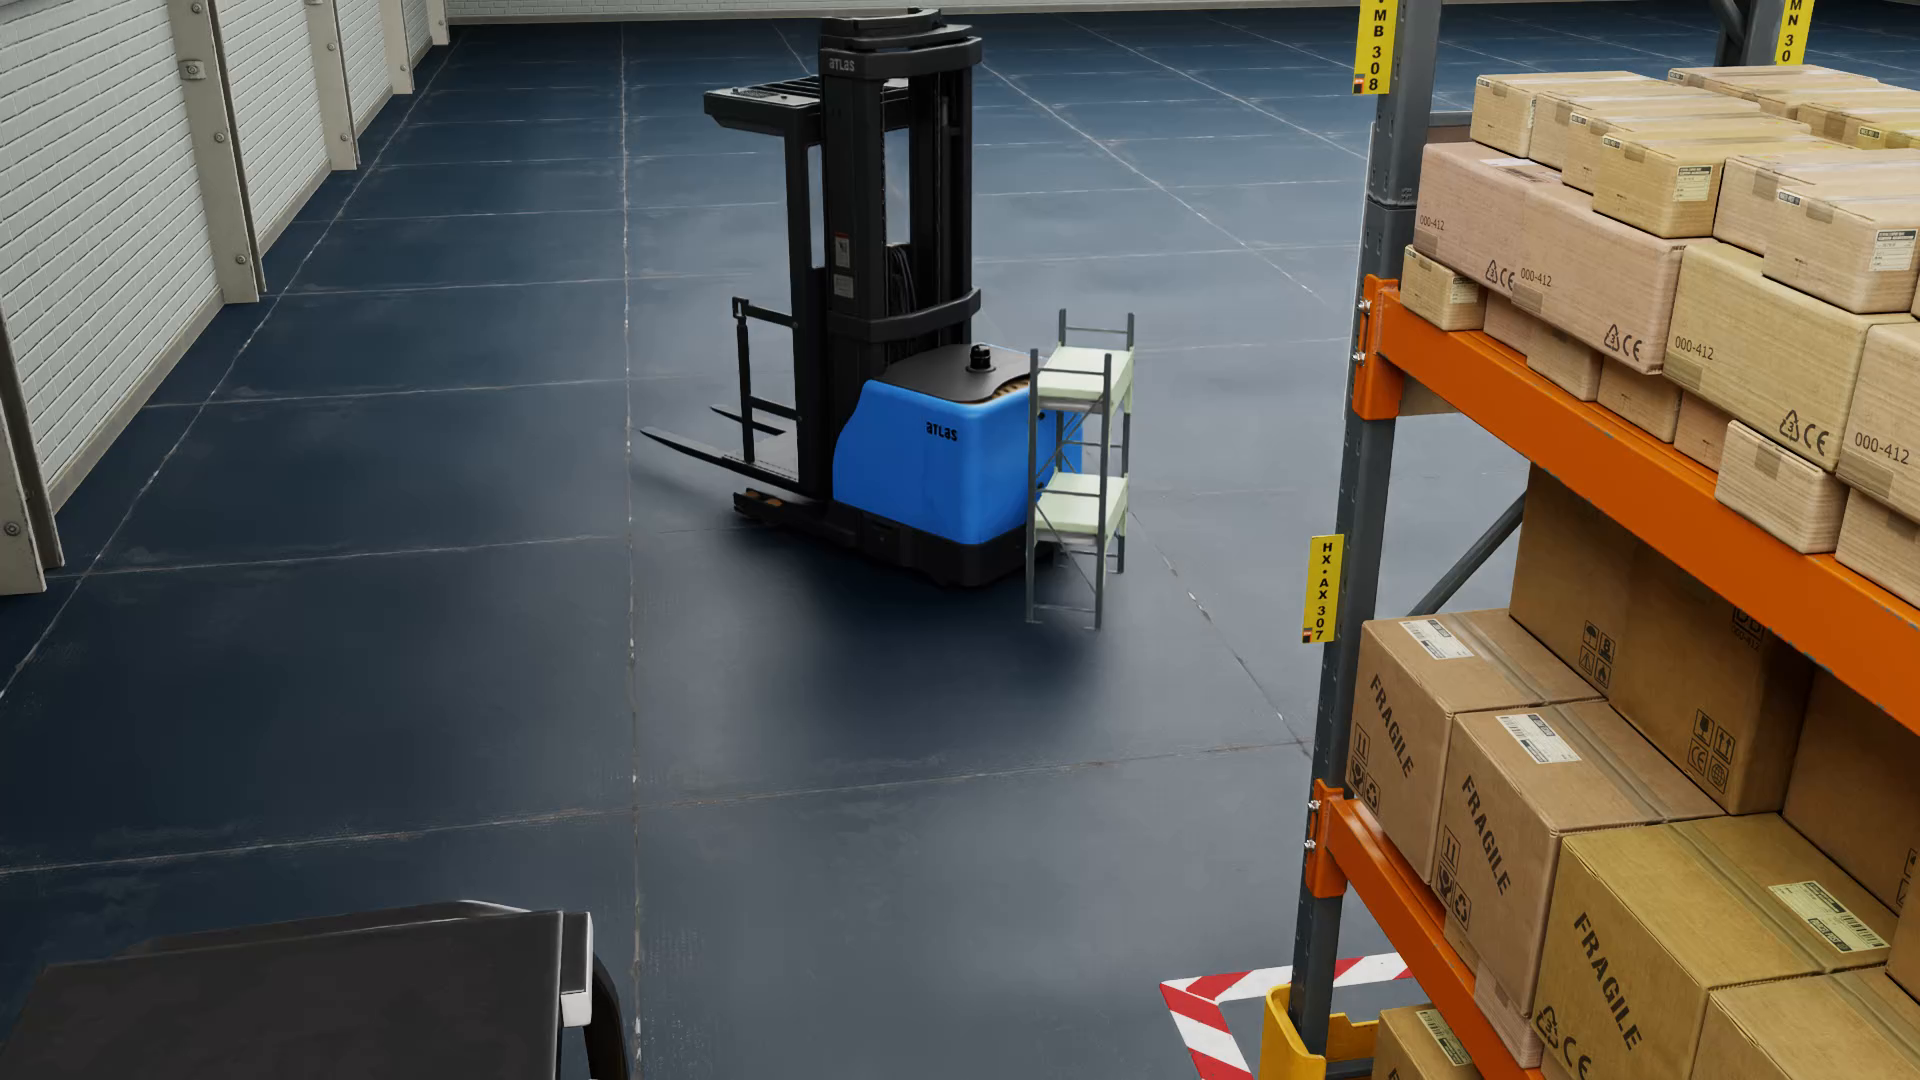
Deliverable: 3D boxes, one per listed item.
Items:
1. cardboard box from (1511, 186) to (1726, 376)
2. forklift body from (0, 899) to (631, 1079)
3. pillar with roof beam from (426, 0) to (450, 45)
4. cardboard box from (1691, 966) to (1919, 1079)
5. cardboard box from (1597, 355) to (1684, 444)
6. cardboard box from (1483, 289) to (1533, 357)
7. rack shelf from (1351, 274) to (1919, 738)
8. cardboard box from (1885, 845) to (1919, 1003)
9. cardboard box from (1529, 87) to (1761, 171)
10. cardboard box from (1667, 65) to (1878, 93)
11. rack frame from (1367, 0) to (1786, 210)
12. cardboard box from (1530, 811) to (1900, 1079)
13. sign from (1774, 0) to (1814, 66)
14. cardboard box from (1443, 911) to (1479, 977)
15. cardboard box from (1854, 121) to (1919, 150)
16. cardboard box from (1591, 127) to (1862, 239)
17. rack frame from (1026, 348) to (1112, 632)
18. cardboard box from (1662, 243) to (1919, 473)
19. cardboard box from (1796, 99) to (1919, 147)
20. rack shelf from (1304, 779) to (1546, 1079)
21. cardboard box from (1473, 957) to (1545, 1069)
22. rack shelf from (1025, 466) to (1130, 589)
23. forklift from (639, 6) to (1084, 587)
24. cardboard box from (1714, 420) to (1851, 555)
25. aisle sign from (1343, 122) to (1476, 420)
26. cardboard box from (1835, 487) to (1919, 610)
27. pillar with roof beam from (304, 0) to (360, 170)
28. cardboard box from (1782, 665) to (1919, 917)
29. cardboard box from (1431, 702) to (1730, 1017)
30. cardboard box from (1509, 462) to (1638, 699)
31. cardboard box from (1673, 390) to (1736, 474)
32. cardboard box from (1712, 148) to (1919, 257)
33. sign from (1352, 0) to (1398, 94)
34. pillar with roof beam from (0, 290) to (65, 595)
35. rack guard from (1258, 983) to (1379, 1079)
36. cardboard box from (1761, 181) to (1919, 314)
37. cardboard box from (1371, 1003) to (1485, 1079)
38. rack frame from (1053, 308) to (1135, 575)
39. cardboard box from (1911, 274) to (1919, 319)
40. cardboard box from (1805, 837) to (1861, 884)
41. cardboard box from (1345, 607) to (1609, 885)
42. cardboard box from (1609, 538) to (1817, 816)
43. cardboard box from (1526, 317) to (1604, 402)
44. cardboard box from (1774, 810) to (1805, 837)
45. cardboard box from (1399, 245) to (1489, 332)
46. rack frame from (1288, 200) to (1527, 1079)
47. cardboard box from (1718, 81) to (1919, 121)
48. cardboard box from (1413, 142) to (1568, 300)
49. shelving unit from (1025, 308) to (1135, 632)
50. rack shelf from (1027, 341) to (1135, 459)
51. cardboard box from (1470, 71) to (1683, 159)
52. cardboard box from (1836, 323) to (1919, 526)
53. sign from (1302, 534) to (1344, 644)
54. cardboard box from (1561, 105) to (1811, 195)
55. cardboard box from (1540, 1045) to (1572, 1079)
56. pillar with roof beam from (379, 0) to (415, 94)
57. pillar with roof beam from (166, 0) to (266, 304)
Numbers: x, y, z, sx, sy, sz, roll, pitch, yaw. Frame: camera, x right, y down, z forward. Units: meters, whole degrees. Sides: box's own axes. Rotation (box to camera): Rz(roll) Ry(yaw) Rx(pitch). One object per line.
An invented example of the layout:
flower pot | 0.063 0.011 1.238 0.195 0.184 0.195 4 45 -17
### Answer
cardboard box | 1.456 -0.532 3.289 0.500 0.250 0.500 -5 24 -11
forklift body | -1.193 1.862 2.799 2.313 2.155 1.214 -4 24 -10
pillar with roof beam | -5.410 -13.665 29.795 9.100 9.000 0.400 -4 24 -10
cardboard box | 1.653 1.122 2.938 0.500 0.500 0.500 -5 24 -11
cardboard box | 1.505 -0.312 3.284 0.380 0.149 0.250 -4 24 -10
cardboard box | 1.420 -0.515 3.747 0.380 0.149 0.250 -5 24 -11
rack shelf | 1.911 0.235 2.614 1.077 0.370 4.000 -4 24 -10
cardboard box | 2.088 0.637 2.798 0.700 0.500 0.500 -4 24 -10
cardboard box | 1.469 -0.878 3.583 0.380 0.149 0.250 -4 24 -10
cardboard box | 1.894 -1.020 3.908 0.380 0.149 0.250 -4 24 -9
rack frame | 1.541 -2.256 3.671 1.000 3.000 0.127 -4 24 -10
cardboard box | 1.551 0.922 3.394 0.500 0.500 0.500 -5 24 -11
sign | 2.090 -1.320 4.171 0.100 0.325 0.005 -4 24 -10
cardboard box | 1.431 0.966 4.104 0.380 0.149 0.250 -5 24 -11
cardboard box | 1.965 -0.713 3.205 0.380 0.149 0.250 -4 24 -9
cardboard box | 1.428 -0.671 3.109 0.380 0.149 0.250 -4 24 -10
rack frame | 0.542 -0.233 8.411 0.400 1.500 0.023 6 24 13
cardboard box | 1.576 -0.331 2.828 0.500 0.250 0.500 -4 24 -8
cardboard box | 1.969 -0.817 3.442 0.380 0.149 0.250 -5 24 -10
rack shelf | 1.911 1.610 3.215 1.077 0.370 4.000 -4 24 -10
cardboard box | 1.432 1.069 3.867 0.380 0.149 0.250 -4 24 -9
rack shelf | 0.632 -0.077 8.866 0.431 0.370 0.720 6 24 13
forklift | -0.733 -1.563 9.666 3.031 2.935 1.130 19 30 37
cardboard box | 1.526 -0.103 2.805 0.380 0.149 0.250 -4 24 -9
aisle sign | 1.225 -0.699 4.355 0.394 0.787 0.004 -4 24 -10
cardboard box | 1.615 -0.003 2.575 0.380 0.149 0.250 -5 24 -11
pillar with roof beam | -3.191 -8.945 18.988 9.100 9.000 0.400 -4 24 -10
cardboard box | 2.132 0.431 3.270 0.700 0.500 0.500 -5 24 -10
cardboard box | 1.455 0.722 3.853 0.500 0.500 0.500 -4 24 -8
cardboard box | 1.850 0.038 4.169 0.700 0.500 0.500 -5 24 -11
cardboard box | 1.558 -0.208 3.045 0.380 0.149 0.250 -5 24 -11
cardboard box | 1.568 -0.581 2.902 0.380 0.149 0.250 -4 24 -10
sign | 1.008 -1.241 4.005 0.100 0.325 0.005 -4 24 -10
pillar with roof beam | -0.972 -4.225 8.180 9.100 9.000 0.400 -4 24 -10
rack guard | 1.555 1.669 5.304 1.175 0.500 0.348 -4 24 -10
cardboard box | 1.536 -0.472 2.653 0.380 0.149 0.250 -4 24 -8
cardboard box | 1.424 1.565 4.394 0.500 0.500 0.500 -5 24 -12
rack frame | 0.722 -0.517 9.061 0.400 1.500 0.023 6 24 13
cardboard box | 1.657 -0.376 2.432 0.380 0.149 0.250 -4 24 -9
cardboard box | 2.090 0.899 3.447 0.500 0.500 0.500 -4 24 -10
cardboard box | 1.356 0.518 4.319 0.500 0.500 0.500 -5 24 -11
cardboard box | 1.937 0.238 3.712 0.700 0.500 0.500 -4 24 -9
cardboard box | 1.435 -0.408 3.503 0.380 0.149 0.250 -4 24 -8
cardboard box | 2.001 0.702 3.899 0.500 0.500 0.500 -4 24 -10
cardboard box | 1.284 -0.611 3.968 0.380 0.149 0.250 -4 24 -10
rack frame | 1.541 0.494 4.872 1.000 3.000 0.127 -4 24 -10
cardboard box | 1.904 -0.916 3.669 0.380 0.149 0.250 -4 24 -9
cardboard box | 1.372 -0.731 3.744 0.500 0.250 0.500 -5 24 -11
shelving unit | 0.632 -0.375 8.736 0.431 1.500 0.755 6 24 13
rack shelf | 0.632 -0.733 8.579 0.431 0.370 0.720 6 24 13
cardboard box | 1.407 -0.976 3.808 0.380 0.149 0.250 -4 24 -10
cardboard box | 1.651 -0.128 2.363 0.500 0.250 0.500 -4 24 -9
sign | 1.008 0.137 4.607 0.100 0.325 0.005 -4 24 -10
cardboard box | 1.454 -0.776 3.348 0.380 0.149 0.250 -4 24 -10
cardboard box | 1.513 1.169 3.640 0.380 0.149 0.250 -4 24 -8
pillar with roof beam | -4.300 -11.305 24.391 9.100 9.000 0.400 -4 24 -10
pillar with roof beam | -2.081 -6.585 13.584 9.100 9.000 0.400 -4 24 -10
